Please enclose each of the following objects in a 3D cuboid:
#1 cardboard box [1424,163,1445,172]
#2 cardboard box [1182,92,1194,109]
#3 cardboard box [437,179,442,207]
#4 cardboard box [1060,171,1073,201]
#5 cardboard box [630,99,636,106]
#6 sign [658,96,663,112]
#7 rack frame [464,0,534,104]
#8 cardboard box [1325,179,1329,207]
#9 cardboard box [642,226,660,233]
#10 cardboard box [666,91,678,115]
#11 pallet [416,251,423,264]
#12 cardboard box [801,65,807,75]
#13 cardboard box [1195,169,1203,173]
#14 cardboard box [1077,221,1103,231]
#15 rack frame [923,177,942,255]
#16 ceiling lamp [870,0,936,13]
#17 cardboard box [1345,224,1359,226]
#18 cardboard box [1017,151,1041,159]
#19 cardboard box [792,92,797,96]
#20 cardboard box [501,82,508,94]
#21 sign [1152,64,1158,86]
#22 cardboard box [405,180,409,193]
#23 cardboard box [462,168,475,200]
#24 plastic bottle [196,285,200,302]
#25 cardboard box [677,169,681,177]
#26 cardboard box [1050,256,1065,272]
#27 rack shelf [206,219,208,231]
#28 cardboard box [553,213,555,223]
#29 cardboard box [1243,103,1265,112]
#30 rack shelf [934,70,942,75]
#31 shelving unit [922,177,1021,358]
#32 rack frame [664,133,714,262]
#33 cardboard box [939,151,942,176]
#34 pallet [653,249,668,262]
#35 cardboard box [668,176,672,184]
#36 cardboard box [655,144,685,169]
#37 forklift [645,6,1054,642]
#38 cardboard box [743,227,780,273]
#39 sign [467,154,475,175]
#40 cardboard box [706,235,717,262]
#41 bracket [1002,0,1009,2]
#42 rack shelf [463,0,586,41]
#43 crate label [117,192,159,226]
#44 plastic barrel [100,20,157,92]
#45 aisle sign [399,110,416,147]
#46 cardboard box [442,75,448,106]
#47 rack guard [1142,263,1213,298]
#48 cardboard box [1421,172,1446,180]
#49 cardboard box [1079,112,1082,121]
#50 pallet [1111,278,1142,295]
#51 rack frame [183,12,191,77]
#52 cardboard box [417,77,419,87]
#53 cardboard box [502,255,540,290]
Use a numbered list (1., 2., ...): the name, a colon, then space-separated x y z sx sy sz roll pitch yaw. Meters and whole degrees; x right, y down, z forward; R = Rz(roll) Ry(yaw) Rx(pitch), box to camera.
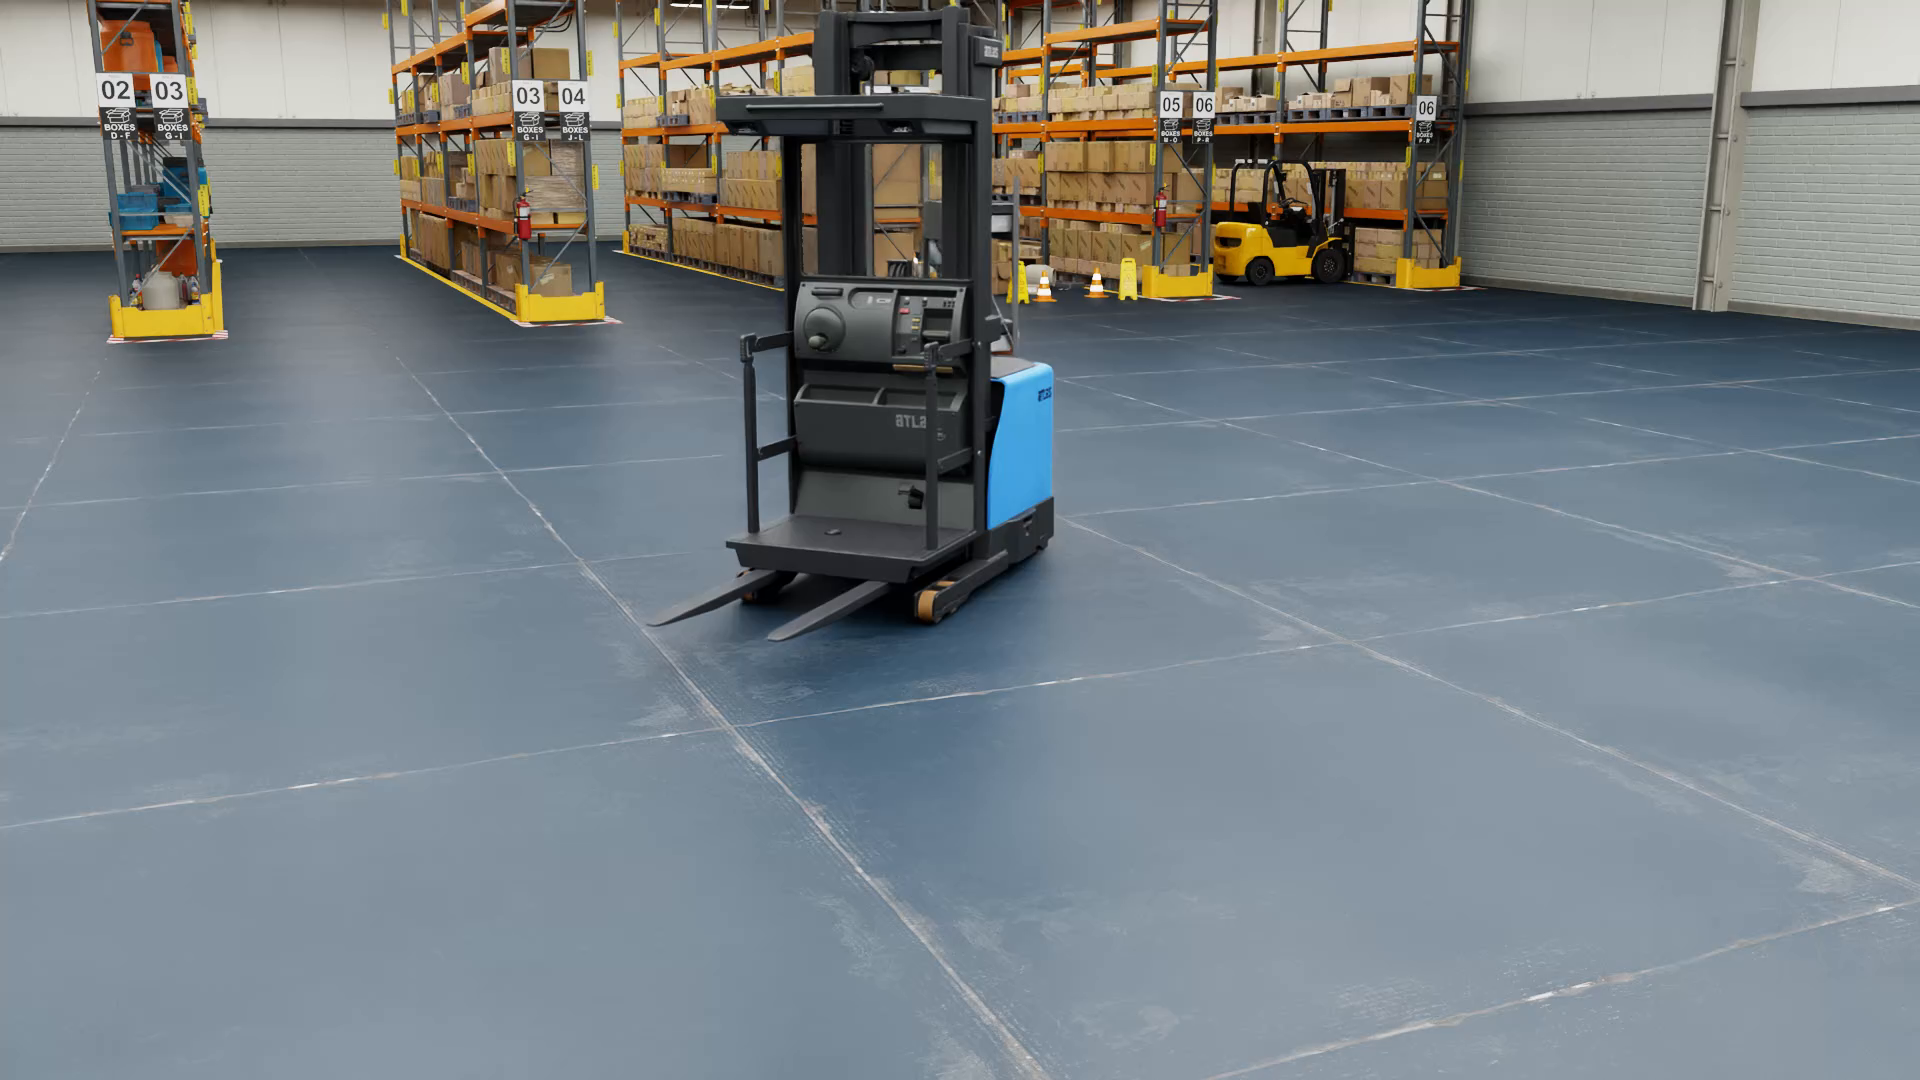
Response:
1. cardboard box: 8.168 -6.461 28.814 0.380 0.149 0.250 -6 14 -24
2. cardboard box: 3.603 -7.075 26.806 0.500 0.250 0.500 -6 14 -24
3. cardboard box: -9.344 -6.403 30.662 0.500 0.500 0.500 -6 14 -23
4. cardboard box: 2.101 -6.216 29.193 0.500 0.500 0.500 -6 14 -23
5. cardboard box: -7.199 -9.823 37.346 0.380 0.149 0.250 -5 14 -22
6. sign: -6.236 -9.087 34.683 0.100 0.325 0.005 -6 14 -23
7. rack frame: -7.123 -8.268 25.635 1.000 3.000 0.127 -6 14 -23
8. cardboard box: 6.870 -6.412 30.700 0.500 0.500 0.500 -6 14 -24
9. cardboard box: -6.964 -7.006 37.561 0.380 0.149 0.250 -5 14 -21
10. cardboard box: -5.691 -9.051 34.520 0.700 0.500 0.500 -6 14 -23
11. pallet: -11.053 -6.056 35.567 1.003 0.211 1.213 -6 14 -23
12. cardboard box: -2.293 -7.436 26.331 0.380 0.149 0.250 -5 14 -22
13. cardboard box: 5.110 -7.629 34.520 0.380 0.149 0.250 -5 14 -22
14. cardboard box: 2.260 -5.447 28.819 0.380 0.149 0.250 -5 14 -20
15. rack frame: -0.035 -1.178 10.301 0.400 2.100 0.015 -6 14 -23
16. ceiling lamp: -1.510 -15.278 42.981 2.000 3.185 0.800 -6 14 -23
17. cardboard box: 7.285 -5.748 31.002 0.500 0.250 0.500 -6 14 -23
18. cardboard box: 1.278 -7.170 30.947 0.380 0.149 0.250 -6 14 -25
19. cardboard box: -2.499 -7.153 26.877 0.380 0.149 0.250 -6 14 -23
20. cardboard box: -6.124 -6.241 22.980 0.380 0.149 0.250 -6 14 -25
21. sign: 3.043 -7.260 25.971 0.100 0.325 0.005 -6 14 -23
22. cardboard box: -11.572 -7.561 35.561 0.500 0.250 0.500 -6 14 -25
23. cardboard box: -7.902 -5.950 27.764 0.797 0.503 0.637 -4 14 -17
24. plastic bottle: -10.677 -3.450 23.201 0.097 0.271 0.097 0 13 0
25. cardboard box: -5.487 -7.407 33.527 0.380 0.149 0.250 -5 14 -21
26. cardboard box: 1.946 -4.959 29.809 0.500 0.250 0.500 -6 14 -26
27. rack shelf: -14.064 -5.787 29.815 1.077 0.370 4.000 -6 14 -23
28. cardboard box: -5.499 -4.530 23.347 0.380 0.149 0.250 -6 14 -23
29. cardboard box: 5.785 -8.481 32.614 0.380 0.149 0.250 -6 14 -23
30. rack shelf: -0.446 -9.857 34.984 1.077 0.370 4.000 -6 14 -23
31. shelving unit: 0.063 -1.127 10.084 0.431 2.100 0.503 -6 14 -23
32. rack frame: -5.742 -7.425 35.298 1.000 3.000 0.127 -6 14 -23
33. cardboard box: -0.092 -7.685 33.985 0.500 0.500 0.500 -6 14 -24
34. pallet: -6.044 -6.202 36.198 1.003 0.211 1.213 -6 14 -23
35. cardboard box: -5.796 -7.422 34.254 0.380 0.149 0.250 -5 14 -22
36. cardboard box: -6.178 -8.178 35.455 0.500 0.500 0.500 -6 14 -25
37. forklift: -0.491 -1.129 8.247 1.130 2.935 3.031 5 14 22
38. cardboard box: -3.252 -5.200 29.745 1.050 0.750 0.750 -6 14 -23
39. sign: -7.630 -5.858 25.961 0.100 0.325 0.005 -6 14 -23
40. cardboard box: -4.643 -5.698 32.447 0.500 0.500 0.500 -6 14 -23
41. bracket: 1.284 -14.365 43.998 0.235 0.232 0.430 -6 14 -23
42. rack shelf: -6.322 -7.502 23.931 1.077 0.370 4.000 -6 14 -23
43. crate label: -11.044 -4.444 22.341 0.502 0.435 0.616 -6 14 -23
44. plastic barrel: -10.370 -6.035 20.758 0.600 0.830 0.708 -6 14 -23
45. aisle sign: -12.233 -9.078 36.677 0.394 0.787 0.004 -6 14 -23
46. cardboard box: -8.573 -7.700 28.502 0.500 0.500 0.500 -6 14 -23
47. rack guard: 3.529 -4.211 26.958 1.175 0.500 0.348 -6 14 -23
48. cardboard box: 8.208 -6.321 28.868 0.380 0.149 0.250 -6 14 -24
49. cardboard box: 2.273 -7.281 28.579 0.380 0.149 0.250 -6 14 -25
50. pallet: 3.236 -4.242 27.729 1.003 0.211 1.213 -6 14 -23
51. rack frame: -13.263 -8.647 27.273 1.000 3.000 0.127 -6 14 -23
52. cardboard box: -11.130 -9.535 34.723 0.500 0.250 0.500 -6 14 -25
53. cardboard box: -6.763 -4.128 25.665 0.500 0.500 0.500 -1 13 -5
